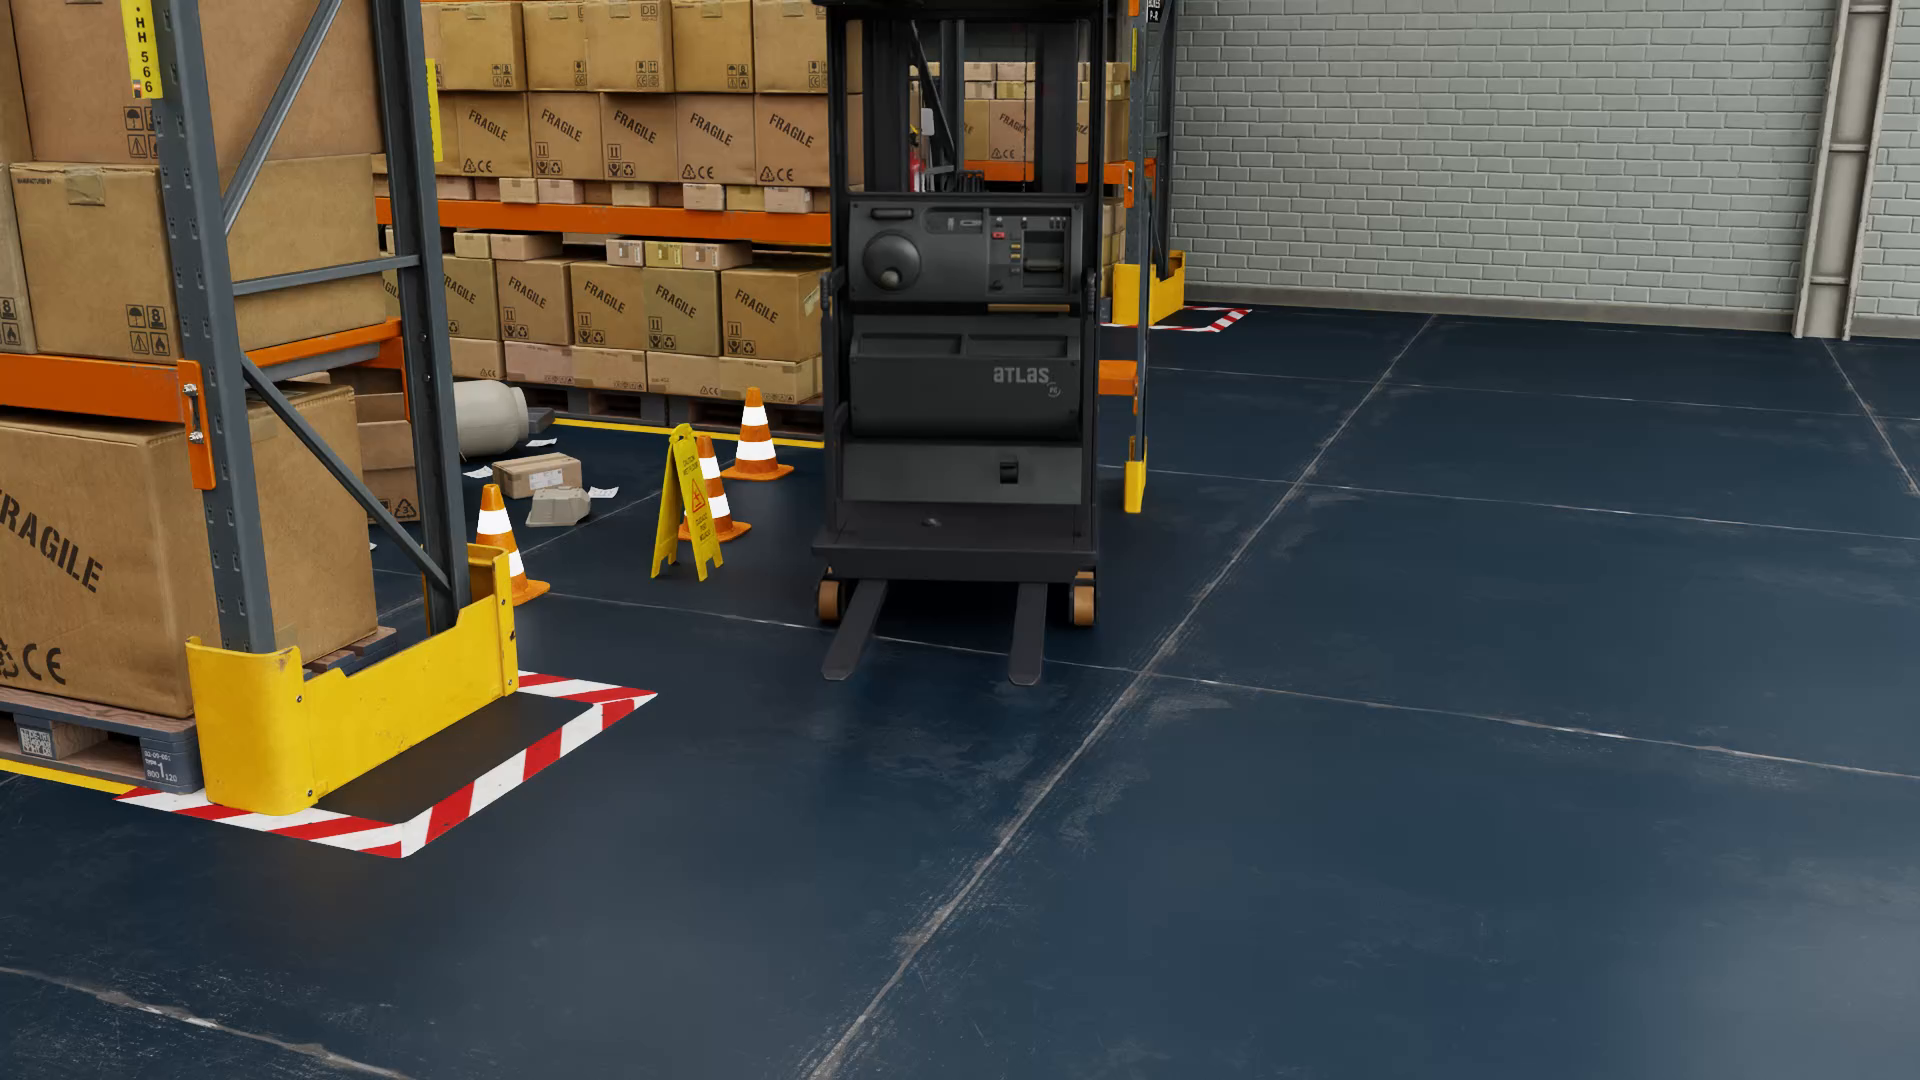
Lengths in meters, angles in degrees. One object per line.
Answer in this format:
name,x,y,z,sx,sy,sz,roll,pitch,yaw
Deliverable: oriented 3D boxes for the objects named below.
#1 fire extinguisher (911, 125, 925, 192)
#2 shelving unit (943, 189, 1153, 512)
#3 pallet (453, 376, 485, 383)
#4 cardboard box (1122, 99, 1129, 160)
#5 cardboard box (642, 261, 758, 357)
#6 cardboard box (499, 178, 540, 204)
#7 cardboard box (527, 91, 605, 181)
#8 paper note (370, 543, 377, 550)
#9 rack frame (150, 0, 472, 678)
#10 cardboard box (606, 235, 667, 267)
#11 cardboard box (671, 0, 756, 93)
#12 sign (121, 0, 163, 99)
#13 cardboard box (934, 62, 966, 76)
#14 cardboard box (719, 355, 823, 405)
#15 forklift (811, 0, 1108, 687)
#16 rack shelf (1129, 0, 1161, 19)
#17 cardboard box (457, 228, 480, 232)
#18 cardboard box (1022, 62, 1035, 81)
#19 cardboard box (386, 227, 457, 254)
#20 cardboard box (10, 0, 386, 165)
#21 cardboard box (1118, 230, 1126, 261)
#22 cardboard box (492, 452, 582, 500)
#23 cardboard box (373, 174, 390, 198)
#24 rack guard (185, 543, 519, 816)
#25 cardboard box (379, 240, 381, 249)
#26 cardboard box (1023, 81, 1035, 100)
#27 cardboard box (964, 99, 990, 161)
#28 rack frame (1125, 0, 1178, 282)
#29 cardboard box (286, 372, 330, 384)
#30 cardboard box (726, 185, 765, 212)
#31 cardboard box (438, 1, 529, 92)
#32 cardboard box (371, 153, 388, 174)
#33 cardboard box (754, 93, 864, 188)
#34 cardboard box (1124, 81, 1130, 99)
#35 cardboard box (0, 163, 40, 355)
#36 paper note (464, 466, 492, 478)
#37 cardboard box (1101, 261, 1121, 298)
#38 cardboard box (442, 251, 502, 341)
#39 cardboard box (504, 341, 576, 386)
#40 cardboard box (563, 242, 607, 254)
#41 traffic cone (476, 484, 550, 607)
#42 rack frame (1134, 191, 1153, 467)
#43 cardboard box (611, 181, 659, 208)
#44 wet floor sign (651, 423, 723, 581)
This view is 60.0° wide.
fire extinguisher,-0.276,-1.922,9.052,0.183,0.674,0.296,6,17,21
shelving unit,0.393,-0.961,8.293,1.083,1.500,0.587,2,16,8
pallet,-3.296,-1.101,11.086,1.213,0.211,1.003,6,17,21
cardboard box,1.246,-3.549,14.338,0.500,0.500,0.500,7,18,22
cardboard box,-1.541,-1.398,9.944,0.500,0.500,0.500,7,18,23
cardboard box,-2.572,-2.130,10.081,0.250,0.149,0.380,6,17,21
cardboard box,-2.212,-2.426,9.938,0.500,0.500,0.500,6,17,21
paper note,-2.732,0.034,7.504,0.142,0.017,0.144,14,21,40
rack frame,-1.935,-0.796,5.035,0.127,3.000,1.000,6,17,21
cardboard box,-1.897,-1.731,9.928,0.250,0.149,0.380,7,18,23
cardboard box,-1.236,-2.811,9.468,0.500,0.500,0.700,6,17,21
sign,-2.147,-1.327,4.361,0.005,0.325,0.100,6,17,21
cardboard box,-0.030,-3.967,14.081,0.250,0.149,0.380,7,17,22
cardboard box,-1.086,-0.987,9.871,0.500,0.250,0.500,6,17,20
forklift,0.009,-1.161,6.414,1.130,2.935,3.031,1,16,4
rack shelf,-0.256,-4.678,14.316,4.000,0.370,1.077,6,17,21
cardboard box,-4.651,-3.125,16.565,0.625,0.625,0.875,7,18,22
cardboard box,0.700,-3.899,13.848,0.250,0.149,0.380,7,17,22
cardboard box,-3.390,-1.893,10.486,0.250,0.149,0.380,7,17,21
cardboard box,-2.266,-1.435,5.029,0.550,0.550,0.875,6,17,21
cardboard box,1.244,-2.601,14.535,0.500,0.250,0.500,7,17,22
cardboard box,-2.173,-0.331,8.548,0.380,0.149,0.250,-12,20,-37
cardboard box,-3.505,-2.251,10.498,0.250,0.149,0.380,7,18,22
rack guard,-1.913,0.407,5.375,0.348,0.500,1.175,6,17,21
cardboard box,-6.310,-3.185,16.995,0.500,0.500,0.500,7,18,22
cardboard box,0.712,-3.761,13.906,0.250,0.149,0.380,7,17,22
cardboard box,0.094,-3.516,14.225,0.500,0.500,0.500,6,17,20
rack frame,1.605,-3.378,13.929,0.127,3.000,1.000,6,17,21
cardboard box,-3.649,-0.573,8.502,0.503,0.637,0.797,6,17,21
cardboard box,-1.147,-1.981,9.569,0.250,0.149,0.380,6,17,20
cardboard box,-2.680,-2.953,9.958,0.500,0.500,0.700,6,17,19
cardboard box,-3.627,-2.573,10.443,0.500,0.500,0.500,6,17,20
cardboard box,-0.819,-2.265,9.383,0.500,0.500,0.500,6,17,20
cardboard box,1.384,-3.839,14.176,0.250,0.149,0.380,6,17,19
cardboard box,-2.817,-0.945,5.279,0.550,0.550,0.875,6,17,21
paper note,-2.558,-0.365,8.897,0.142,0.019,0.148,14,21,40
cardboard box,1.052,-2.225,14.137,0.500,0.250,0.500,6,17,21
cardboard box,-2.982,-1.559,10.496,0.500,0.500,0.500,7,18,23
cardboard box,-2.489,-1.145,10.416,0.500,0.250,0.500,6,17,20
cardboard box,-2.336,-1.646,10.798,0.500,0.500,0.500,7,18,24
traffic cone,-1.908,0.000,6.845,0.334,0.463,0.336,6,17,21
rack frame,0.904,-0.939,8.219,0.032,1.500,0.500,2,16,8
cardboard box,-1.855,-2.065,9.857,0.250,0.149,0.380,6,17,20
wet floor sign,-1.182,-0.176,7.122,0.232,0.644,0.267,3,17,11
